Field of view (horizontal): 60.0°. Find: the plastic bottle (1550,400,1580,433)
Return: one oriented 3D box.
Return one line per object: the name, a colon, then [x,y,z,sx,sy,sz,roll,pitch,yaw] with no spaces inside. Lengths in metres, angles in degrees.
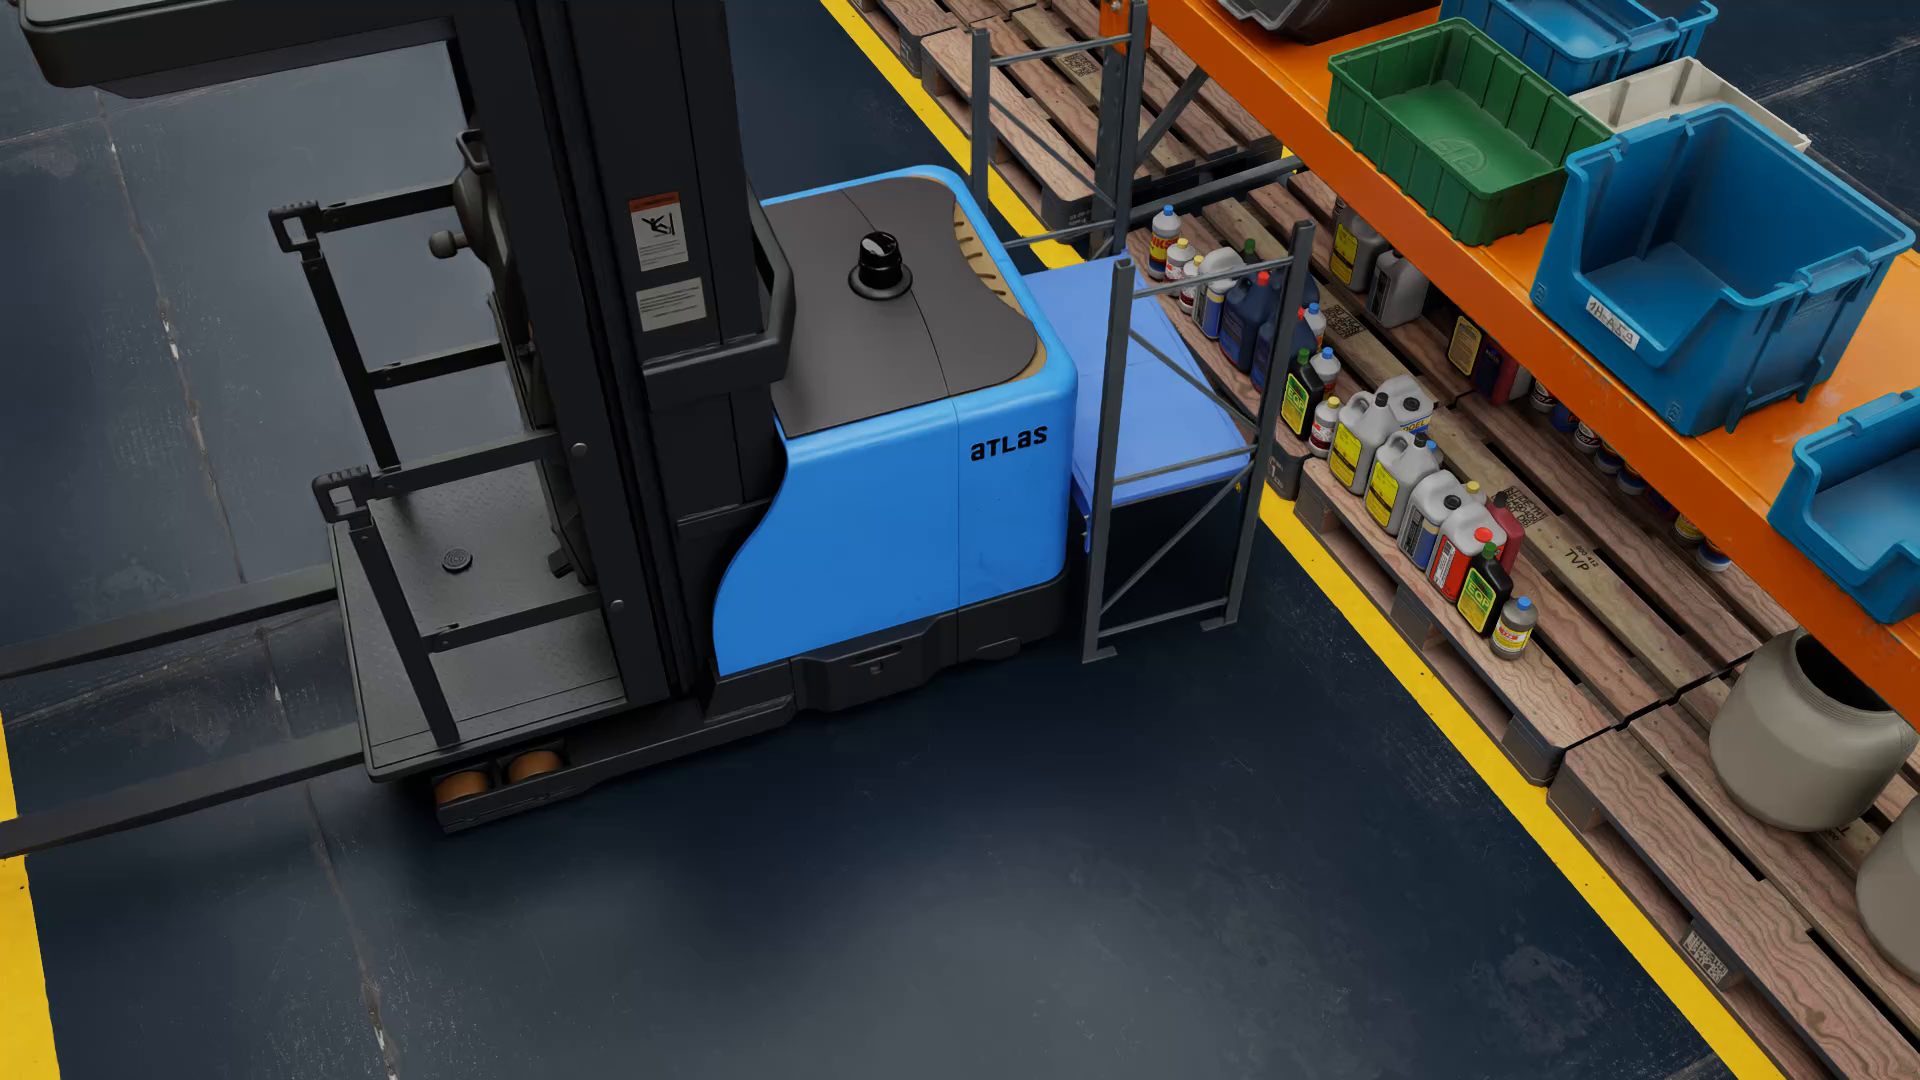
plastic bottle: [1.926,-0.464,5.183,0.097,0.271,0.097,0,49,0]

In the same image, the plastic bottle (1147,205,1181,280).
plastic bottle: [0.699,-1.024,5.673,0.097,0.271,0.097,0,49,0]

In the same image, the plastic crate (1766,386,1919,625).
plastic crate: [1.986,-0.084,3.430,0.499,0.251,0.408,-21,52,-18]

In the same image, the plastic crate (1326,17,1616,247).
plastic crate: [1.313,-1.066,4.331,0.450,0.188,0.662,-21,52,-18]

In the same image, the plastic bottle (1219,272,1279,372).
plastic bottle: [0.943,-0.731,5.364,0.144,0.351,0.185,-20,52,-17]

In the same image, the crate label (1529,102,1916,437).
crate label: [1.691,-0.615,3.772,0.502,0.435,0.616,-21,52,-18]

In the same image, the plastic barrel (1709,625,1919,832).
plastic barrel: [2.175,0.467,4.223,0.421,0.512,0.421,0,49,0]

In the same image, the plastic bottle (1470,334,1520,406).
plastic bottle: [1.706,-0.569,5.267,0.061,0.283,0.133,-21,52,-18]

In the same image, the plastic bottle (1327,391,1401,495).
plastic bottle: [1.224,-0.321,5.005,0.144,0.351,0.185,-22,52,-18]

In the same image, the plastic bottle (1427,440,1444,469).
plastic bottle: [1.397,-0.218,5.014,0.097,0.201,0.097,0,49,0]

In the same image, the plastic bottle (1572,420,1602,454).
plastic bottle: [1.973,-0.372,5.149,0.097,0.201,0.097,0,49,0]

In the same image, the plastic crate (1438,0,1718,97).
plastic crate: [1.691,-1.446,4.620,0.499,0.251,0.616,-21,52,-18]

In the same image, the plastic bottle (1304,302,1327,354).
plastic bottle: [1.117,-0.650,5.346,0.097,0.271,0.097,0,49,0]

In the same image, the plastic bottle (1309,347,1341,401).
plastic bottle: [1.130,-0.493,5.209,0.097,0.271,0.097,0,49,0]

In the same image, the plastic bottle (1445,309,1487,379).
plastic bottle: [1.650,-0.663,5.350,0.061,0.283,0.133,-21,52,-18]

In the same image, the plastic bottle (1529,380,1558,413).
plastic bottle: [1.879,-0.509,5.269,0.097,0.201,0.097,0,49,0]

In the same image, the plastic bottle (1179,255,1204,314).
plastic bottle: [0.792,-0.865,5.581,0.097,0.201,0.097,0,49,0]

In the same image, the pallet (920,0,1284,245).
pallet: [0.549,-1.736,6.628,1.003,0.211,1.213,-21,52,-18]

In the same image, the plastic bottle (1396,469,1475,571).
plastic bottle: [1.389,-0.062,4.829,0.152,0.276,0.135,-23,53,-19]

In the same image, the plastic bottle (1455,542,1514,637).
plastic bottle: [1.474,0.135,4.652,0.061,0.283,0.133,-20,52,-17]

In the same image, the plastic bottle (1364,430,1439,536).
plastic bottle: [1.309,-0.196,4.896,0.144,0.351,0.185,-19,52,-16]

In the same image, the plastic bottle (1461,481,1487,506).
plastic bottle: [1.491,-0.093,4.905,0.097,0.201,0.097,0,49,0]

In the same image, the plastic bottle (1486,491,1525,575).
plastic bottle: [1.547,-0.009,4.777,0.061,0.283,0.133,-21,52,-18]

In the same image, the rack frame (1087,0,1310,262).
rack frame: [0.943,-2.142,5.130,1.000,3.000,0.127,-21,52,-18]

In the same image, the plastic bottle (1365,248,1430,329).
plastic bottle: [1.462,-0.862,5.528,0.152,0.276,0.135,-21,52,-18]

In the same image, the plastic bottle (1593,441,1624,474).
plastic bottle: [2.018,-0.328,5.065,0.097,0.271,0.097,0,49,0]

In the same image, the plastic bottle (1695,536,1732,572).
plastic bottle: [2.221,-0.032,4.806,0.097,0.271,0.097,0,49,0]

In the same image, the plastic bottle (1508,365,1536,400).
plastic bottle: [1.801,-0.603,5.302,0.152,0.276,0.135,-20,52,-17]

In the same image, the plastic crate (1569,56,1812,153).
plastic crate: [1.911,-1.055,4.356,0.530,0.136,0.437,-21,52,-18]

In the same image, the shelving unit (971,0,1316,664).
shelving unit: [0.434,-0.559,4.742,0.538,1.500,1.048,-14,50,-12]

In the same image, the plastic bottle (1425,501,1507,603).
plastic bottle: [1.452,0.031,4.747,0.152,0.276,0.135,-21,52,-17]

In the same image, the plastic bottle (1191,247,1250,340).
plastic bottle: [0.871,-0.819,5.490,0.152,0.276,0.135,-19,52,-16]

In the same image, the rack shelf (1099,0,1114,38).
rack shelf: [0.028,-3.243,6.572,1.077,0.370,4.000,-21,52,-18]

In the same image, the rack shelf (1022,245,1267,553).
rack shelf: [0.434,-0.440,4.878,0.538,0.185,1.000,-14,50,-12]

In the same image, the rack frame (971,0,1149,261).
rack frame: [0.273,-0.922,5.060,0.500,1.500,0.032,-14,50,-12]

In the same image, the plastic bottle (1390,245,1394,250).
plastic bottle: [1.494,-1.083,5.672,0.144,0.351,0.185,-22,53,-18]

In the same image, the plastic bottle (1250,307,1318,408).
plastic bottle: [1.030,-0.605,5.254,0.144,0.351,0.185,-23,53,-19]

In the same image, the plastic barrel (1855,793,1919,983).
plastic barrel: [2.404,0.802,3.930,0.421,0.512,0.421,0,49,0]

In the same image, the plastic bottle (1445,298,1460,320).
plastic bottle: [1.693,-0.837,5.502,0.061,0.283,0.133,-18,51,-15]

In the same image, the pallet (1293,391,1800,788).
pallet: [1.776,0.058,5.059,1.003,0.211,1.213,-21,52,-18]

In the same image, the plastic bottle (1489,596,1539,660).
plastic bottle: [1.543,0.234,4.620,0.097,0.201,0.097,0,49,0]

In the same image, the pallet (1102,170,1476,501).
pallet: [1.213,-0.760,5.774,1.003,0.211,1.213,-21,52,-18]

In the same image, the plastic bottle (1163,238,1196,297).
plastic bottle: [0.746,-0.933,5.640,0.097,0.201,0.097,0,49,0]

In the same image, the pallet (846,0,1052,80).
pallet: [-0.013,-2.554,7.343,1.003,0.211,1.213,-21,52,-18]

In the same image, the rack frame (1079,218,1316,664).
rack frame: [0.595,-0.196,4.425,0.500,1.500,0.032,-14,50,-12]

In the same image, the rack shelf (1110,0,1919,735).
rack shelf: [1.858,-0.566,4.230,1.077,0.370,4.000,-21,52,-18]

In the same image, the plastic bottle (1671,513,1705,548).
plastic bottle: [2.174,-0.078,4.892,0.097,0.201,0.097,0,49,0]

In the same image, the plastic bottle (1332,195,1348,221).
plastic bottle: [1.386,-1.230,5.900,0.097,0.201,0.097,0,49,0]

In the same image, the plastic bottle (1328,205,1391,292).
plastic bottle: [1.366,-1.033,5.628,0.144,0.351,0.185,-21,52,-18]

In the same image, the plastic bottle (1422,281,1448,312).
plastic bottle: [1.582,-0.954,5.559,0.144,0.351,0.185,-24,53,-19]

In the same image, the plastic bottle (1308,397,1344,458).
plastic bottle: [1.139,-0.358,5.137,0.097,0.201,0.097,0,49,0]

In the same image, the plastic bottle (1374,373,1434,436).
plastic bottle: [1.345,-0.364,5.093,0.152,0.276,0.135,-21,52,-18]

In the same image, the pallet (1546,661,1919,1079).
pallet: [2.330,0.873,4.346,1.003,0.211,1.213,-21,52,-18]

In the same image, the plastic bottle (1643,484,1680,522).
plastic bottle: [2.134,-0.194,4.939,0.061,0.283,0.133,-20,52,-17]

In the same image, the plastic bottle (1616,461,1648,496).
plastic bottle: [2.064,-0.261,5.006,0.097,0.271,0.097,0,49,0]

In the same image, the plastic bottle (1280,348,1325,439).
plastic bottle: [1.068,-0.458,5.170,0.061,0.283,0.133,-19,52,-16]

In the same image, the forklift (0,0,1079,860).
forklift: [-1.255,-0.629,3.853,3.031,2.935,1.130,-16,51,-13]

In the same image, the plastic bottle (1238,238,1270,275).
plastic bottle: [0.966,-0.858,5.520,0.061,0.283,0.133,-21,52,-18]

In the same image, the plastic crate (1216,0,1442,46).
plastic crate: [1.070,-1.727,4.809,0.767,0.338,0.504,-21,52,-18]

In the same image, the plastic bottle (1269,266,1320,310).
plastic bottle: [1.072,-0.781,5.408,0.144,0.351,0.185,-21,52,-18]
